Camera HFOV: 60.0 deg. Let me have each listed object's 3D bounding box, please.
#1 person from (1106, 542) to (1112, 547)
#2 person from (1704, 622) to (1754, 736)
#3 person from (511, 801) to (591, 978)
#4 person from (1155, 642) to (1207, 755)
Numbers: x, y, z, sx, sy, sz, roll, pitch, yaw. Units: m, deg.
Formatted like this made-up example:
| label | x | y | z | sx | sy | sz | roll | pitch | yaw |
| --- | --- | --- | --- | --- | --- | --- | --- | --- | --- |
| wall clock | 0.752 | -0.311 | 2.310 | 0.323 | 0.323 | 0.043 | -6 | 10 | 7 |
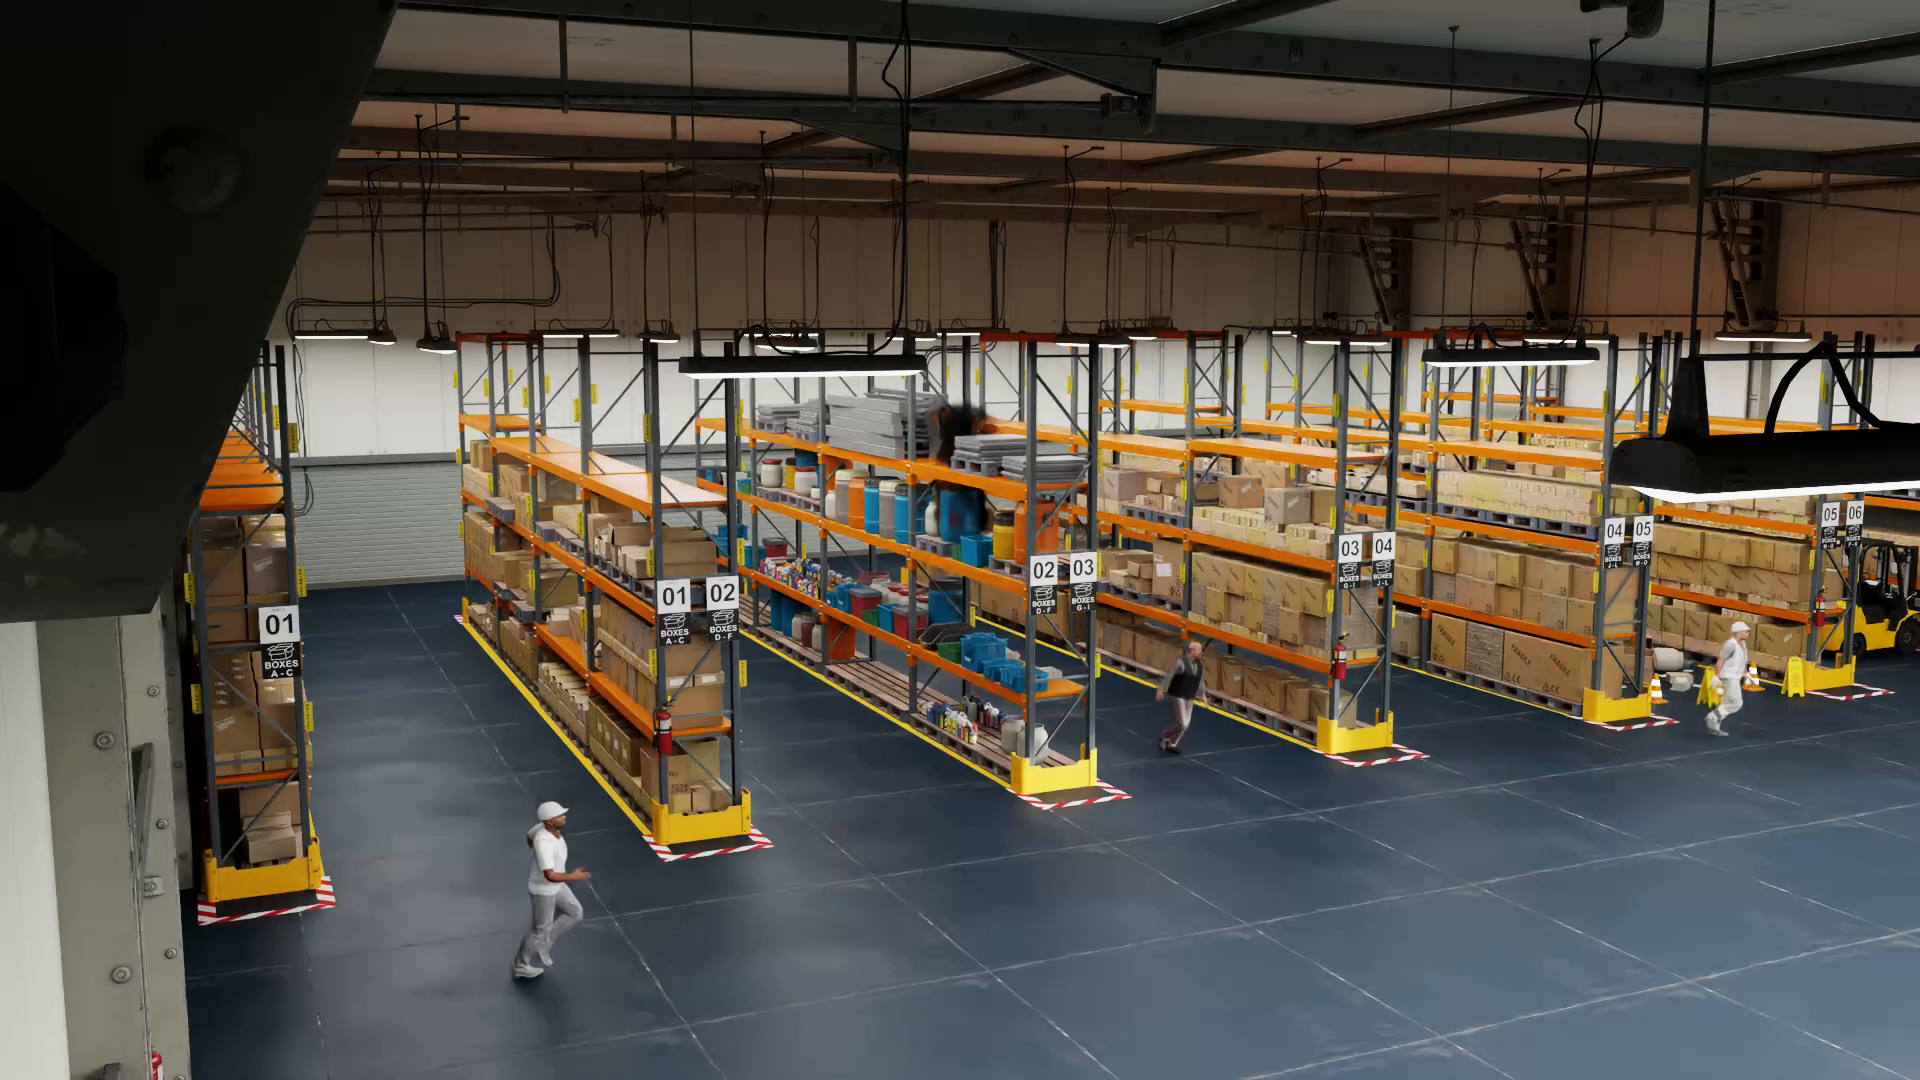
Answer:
| label | x | y | z | sx | sy | sz | roll | pitch | yaw |
| --- | --- | --- | --- | --- | --- | --- | --- | --- | --- |
| person | 3.144 | 0.882 | 34.275 | 0.566 | 1.718 | 0.695 | -5 | 9 | -33 |
| person | 11.598 | 2.091 | 25.048 | 0.578 | 1.757 | 0.665 | 7 | 10 | 40 |
| person | -3.927 | 3.323 | 15.966 | 0.787 | 1.704 | 0.722 | -1 | 8 | -4 |
| person | 3.205 | 2.277 | 23.998 | 0.666 | 1.669 | 0.569 | -7 | 10 | -42 |
